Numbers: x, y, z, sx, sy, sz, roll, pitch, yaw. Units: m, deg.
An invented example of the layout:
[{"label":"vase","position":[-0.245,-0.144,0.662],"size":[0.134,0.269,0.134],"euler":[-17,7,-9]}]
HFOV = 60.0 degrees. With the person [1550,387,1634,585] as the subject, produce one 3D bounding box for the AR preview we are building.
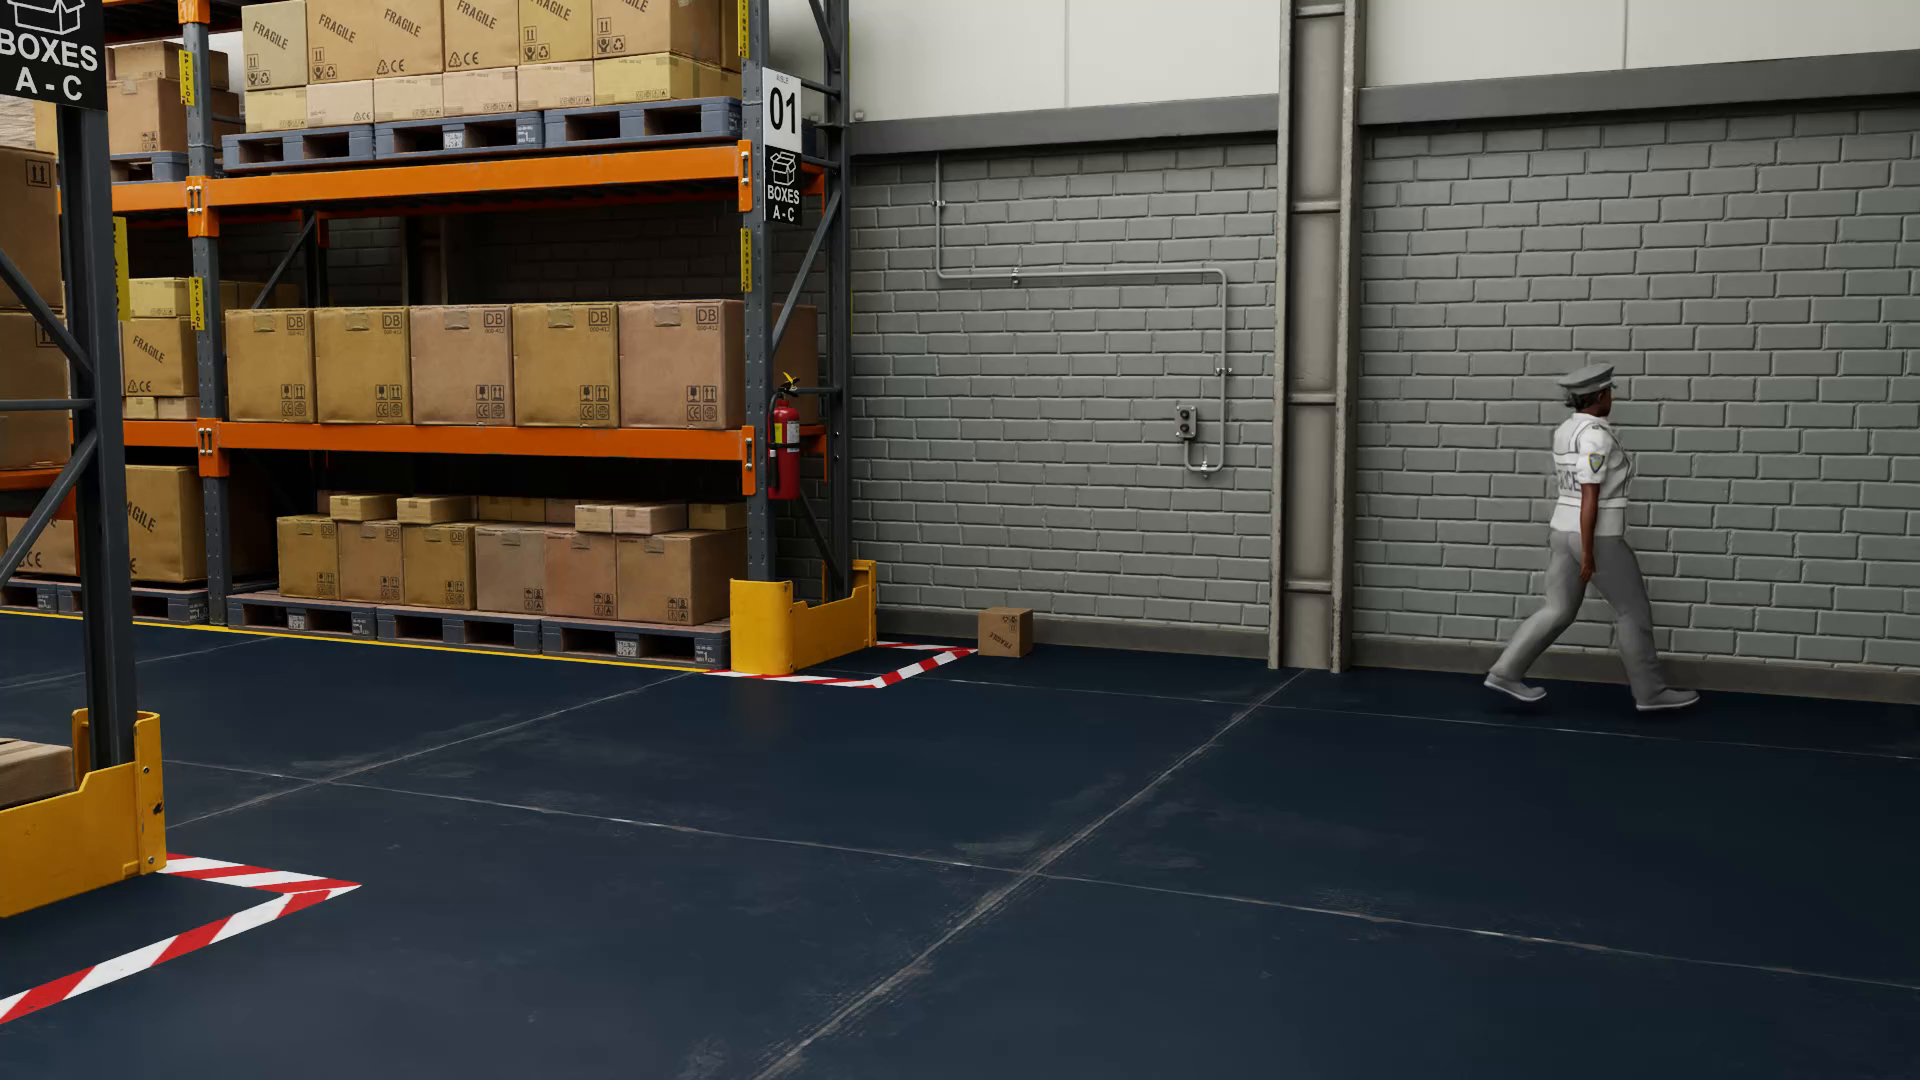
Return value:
[{"label":"person","position":[2.976,-0.310,7.812],"size":[0.342,0.994,0.489],"euler":[0,6,-5]}]
